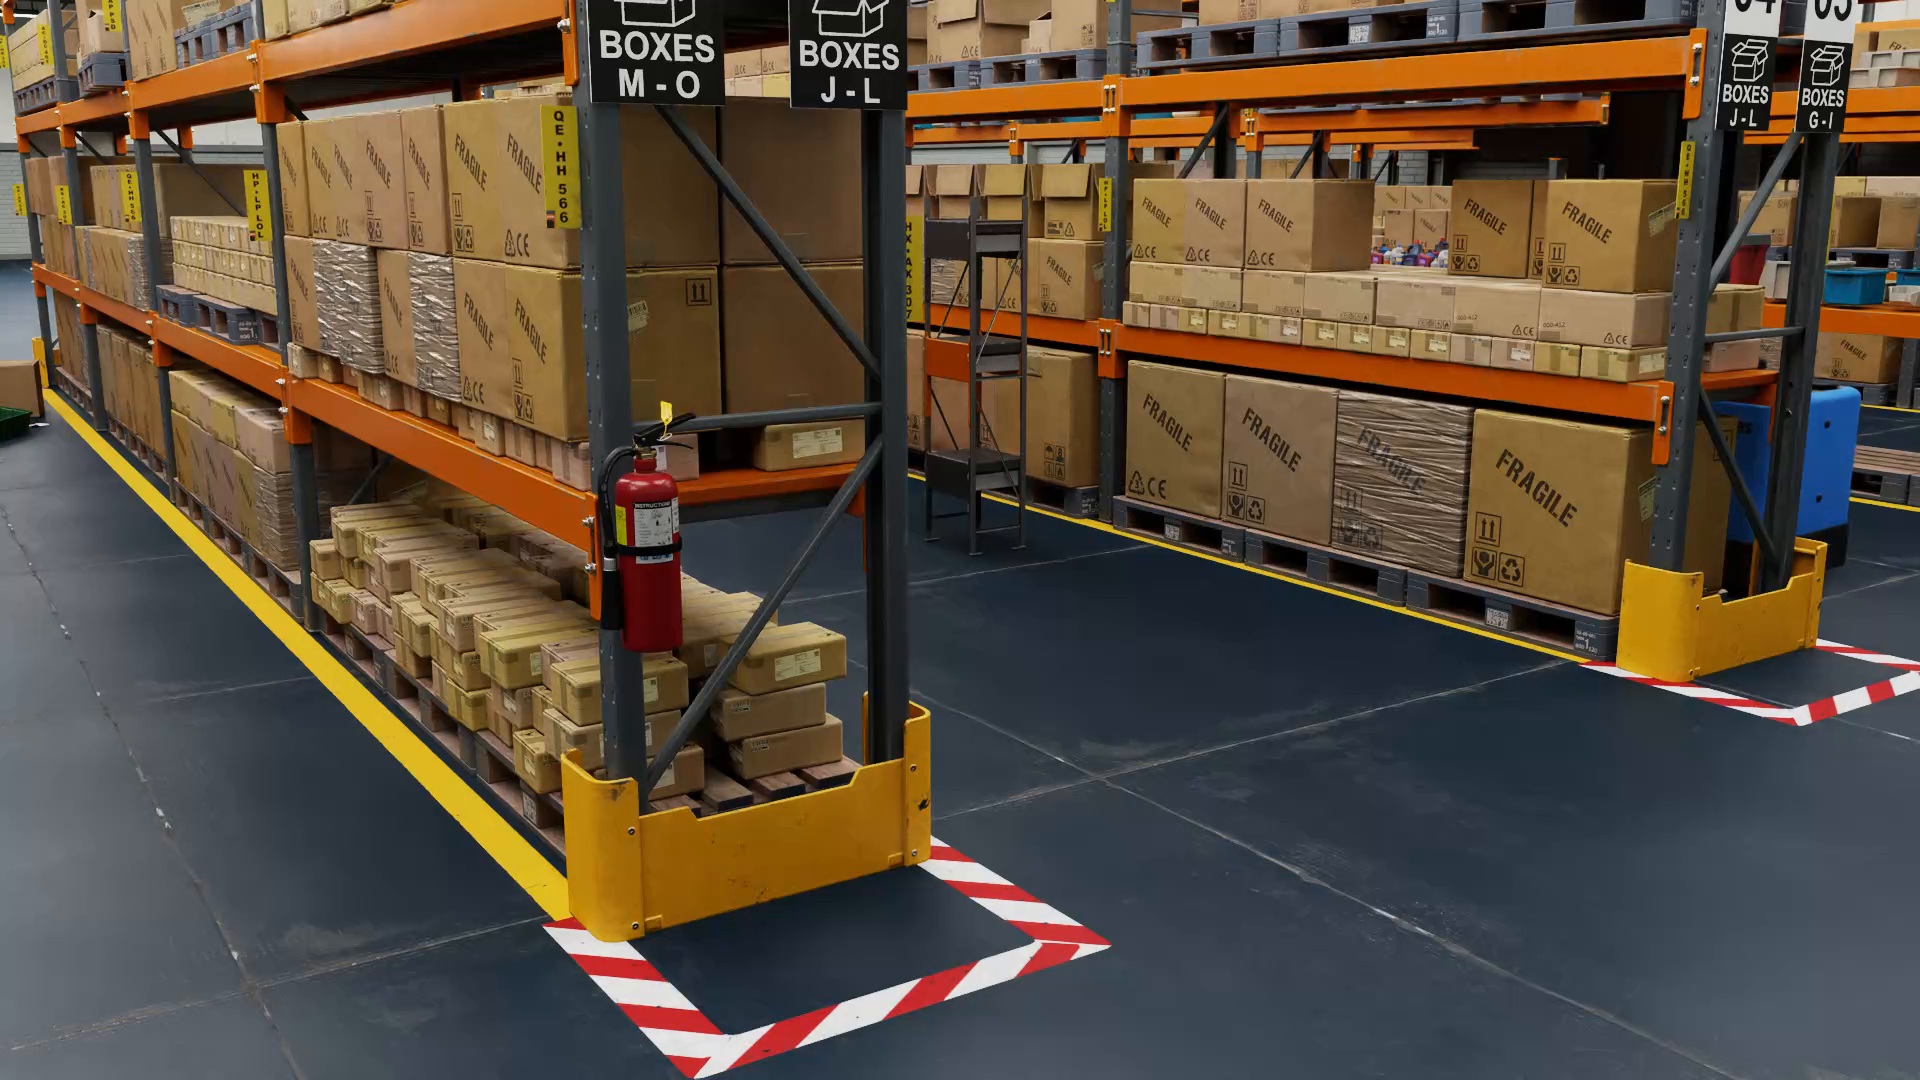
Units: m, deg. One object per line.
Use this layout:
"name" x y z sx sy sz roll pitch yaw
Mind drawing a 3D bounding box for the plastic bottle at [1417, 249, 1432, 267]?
"plastic bottle" 4.142 -2.452 14.828 0.061 0.283 0.133 -8 15 -33

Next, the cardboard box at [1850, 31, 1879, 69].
"cardboard box" 8.999 -4.790 16.773 0.600 0.600 0.600 -8 15 -33

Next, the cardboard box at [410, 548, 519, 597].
"cardboard box" -2.069 0.149 6.959 0.380 0.149 0.250 -9 15 -35

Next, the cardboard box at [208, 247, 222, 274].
"cardboard box" -4.229 -1.667 9.873 0.380 0.149 0.250 -8 15 -33

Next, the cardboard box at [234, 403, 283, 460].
"cardboard box" -3.725 -0.613 9.254 0.500 0.250 0.500 -7 14 -30

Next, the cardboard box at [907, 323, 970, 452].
"cardboard box" -0.006 -1.230 12.954 1.225 0.875 0.875 -8 15 -33

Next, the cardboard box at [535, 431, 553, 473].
"cardboard box" -1.134 -0.306 5.326 0.380 0.149 0.250 -8 15 -33

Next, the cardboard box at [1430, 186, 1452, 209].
"cardboard box" 7.936 -5.439 26.761 0.500 0.500 0.500 -8 14 -31

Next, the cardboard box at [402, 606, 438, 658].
"cardboard box" -2.031 0.351 6.731 0.380 0.149 0.250 -8 15 -32

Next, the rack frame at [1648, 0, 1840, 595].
"rack frame" 3.574 -0.924 7.567 1.000 3.000 0.127 -8 15 -33

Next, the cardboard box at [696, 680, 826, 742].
"cardboard box" -0.688 0.563 5.758 0.380 0.149 0.250 -7 14 -30

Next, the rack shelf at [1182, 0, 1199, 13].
"rack shelf" 2.156 -5.673 17.859 1.077 0.370 4.000 -8 15 -33

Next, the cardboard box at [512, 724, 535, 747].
"cardboard box" -1.378 0.672 5.956 0.380 0.149 0.250 -8 15 -33

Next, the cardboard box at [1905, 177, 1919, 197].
"cardboard box" 12.128 -4.381 20.642 0.500 0.250 0.500 -8 15 -32

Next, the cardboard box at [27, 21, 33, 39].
"cardboard box" -8.427 -4.727 15.441 0.380 0.149 0.250 -8 15 -33

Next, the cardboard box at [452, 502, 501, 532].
"cardboard box" -2.239 -0.096 8.079 0.380 0.149 0.250 -8 15 -32

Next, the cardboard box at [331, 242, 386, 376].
"cardboard box" -2.234 -0.962 6.809 0.500 0.500 0.500 -8 15 -34

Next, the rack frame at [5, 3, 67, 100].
"rack frame" -9.476 -6.132 17.336 1.000 3.000 0.127 -8 15 -33

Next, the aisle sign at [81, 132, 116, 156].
"aisle sign" -9.266 -4.519 17.919 0.394 0.787 0.004 -8 15 -33

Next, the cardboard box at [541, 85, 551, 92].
"cardboard box" -4.462 -5.006 18.629 0.380 0.149 0.250 -8 15 -33

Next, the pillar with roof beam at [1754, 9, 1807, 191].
"pillar with roof beam" 7.928 -6.861 20.671 9.100 9.000 0.400 -8 15 -33

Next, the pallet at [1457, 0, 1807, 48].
"pallet" 3.154 -2.477 7.854 1.003 0.211 1.213 -8 15 -33

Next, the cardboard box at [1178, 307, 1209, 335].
"cardboard box" 1.536 -1.328 9.999 0.380 0.149 0.250 -8 14 -31

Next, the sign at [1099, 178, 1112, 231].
"sign" 0.911 -2.097 10.403 0.100 0.325 0.005 -8 15 -33

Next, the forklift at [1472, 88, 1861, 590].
"forklift" 3.719 -1.420 9.994 1.130 2.935 3.031 -9 15 -37

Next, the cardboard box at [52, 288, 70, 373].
"cardboard box" -9.046 -2.255 17.643 0.875 0.875 0.875 -8 15 -32

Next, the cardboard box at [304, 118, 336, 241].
"cardboard box" -2.481 -1.550 7.156 0.500 0.500 0.500 -9 15 -34

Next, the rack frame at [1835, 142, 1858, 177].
"rack frame" 11.512 -4.106 22.116 1.000 3.000 0.127 -8 15 -33

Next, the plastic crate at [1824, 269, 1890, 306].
"plastic crate" 6.346 -1.793 11.791 0.416 0.233 0.300 -8 15 -33

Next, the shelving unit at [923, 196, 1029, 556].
"shelving unit" 0.092 -0.996 10.003 0.431 2.100 0.503 -8 15 -33

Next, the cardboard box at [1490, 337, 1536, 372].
"cardboard box" 2.818 -0.917 8.122 0.380 0.149 0.250 -8 15 -33

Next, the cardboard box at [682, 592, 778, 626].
"cardboard box" -0.905 0.314 6.204 0.380 0.149 0.250 -8 15 -33

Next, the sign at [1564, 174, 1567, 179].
"sign" 6.930 -4.018 19.005 0.100 0.325 0.005 -8 15 -33

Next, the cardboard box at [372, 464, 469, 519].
"cardboard box" -3.016 -0.213 9.185 0.500 0.500 0.500 -7 14 -31

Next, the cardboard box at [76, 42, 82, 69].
"cardboard box" -7.133 -4.006 13.736 0.258 0.266 0.396 -8 15 -34

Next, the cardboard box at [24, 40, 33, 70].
"cardboard box" -8.583 -4.607 15.823 0.500 0.250 0.500 -8 15 -33

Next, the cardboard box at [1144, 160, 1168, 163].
"cardboard box" 3.235 -5.530 25.359 0.700 0.500 0.500 -8 15 -33

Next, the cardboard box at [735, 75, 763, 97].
"cardboard box" -1.613 -3.881 14.419 0.500 0.250 0.500 -8 15 -33

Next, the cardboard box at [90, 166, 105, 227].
"cardboard box" -6.980 -2.939 14.206 0.700 0.500 0.500 -8 15 -34

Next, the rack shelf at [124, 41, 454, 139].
"rack shelf" -3.936 -2.536 9.601 1.077 0.370 4.000 -8 15 -33

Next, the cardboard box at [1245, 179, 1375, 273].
"cardboard box" 1.968 -1.778 9.371 0.500 0.500 0.500 -9 15 -35

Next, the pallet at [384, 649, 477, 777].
"pallet" -1.746 0.628 6.996 1.003 0.211 1.213 -8 15 -33

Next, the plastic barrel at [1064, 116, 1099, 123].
"plastic barrel" 1.511 -5.290 19.337 0.600 0.901 0.708 -8 15 -33

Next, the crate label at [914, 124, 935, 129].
"crate label" -0.406 -5.377 21.255 0.502 0.251 0.408 -8 15 -33

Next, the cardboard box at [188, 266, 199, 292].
"cardboard box" -4.666 -1.661 10.542 0.380 0.149 0.250 -7 14 -30

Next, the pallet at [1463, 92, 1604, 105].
"pallet" 4.965 -3.723 13.786 1.213 0.211 1.003 -8 15 -33

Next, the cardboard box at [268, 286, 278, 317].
"cardboard box" -3.357 -1.242 8.627 0.380 0.149 0.250 -8 15 -32

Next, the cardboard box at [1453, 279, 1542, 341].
"cardboard box" 2.804 -1.141 8.215 0.500 0.250 0.500 -8 15 -34

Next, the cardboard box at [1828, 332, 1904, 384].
"cardboard box" 9.094 -1.855 16.645 0.500 0.500 0.500 -8 15 -33

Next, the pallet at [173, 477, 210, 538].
"pallet" -4.612 -0.277 11.133 1.003 0.211 1.213 -8 15 -33

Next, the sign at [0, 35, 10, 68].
"sign" -9.942 -5.067 17.259 0.100 0.325 0.005 -8 15 -33

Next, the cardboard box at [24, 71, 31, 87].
"cardboard box" -8.854 -4.474 16.149 0.380 0.149 0.250 -8 15 -33

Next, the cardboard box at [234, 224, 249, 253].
"cardboard box" -3.783 -1.673 9.202 0.380 0.149 0.250 -9 15 -35

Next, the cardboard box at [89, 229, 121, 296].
"cardboard box" -6.638 -2.234 13.322 0.500 0.500 0.500 -8 15 -33

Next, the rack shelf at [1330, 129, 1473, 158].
"rack shelf" 6.282 -4.989 20.815 1.077 0.370 4.000 -8 15 -33

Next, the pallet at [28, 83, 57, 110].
"pallet" -8.377 -4.275 16.075 1.003 0.211 1.213 -8 15 -33

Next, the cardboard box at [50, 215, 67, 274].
"cardboard box" -8.376 -2.914 16.316 0.875 0.550 0.500 -8 15 -33

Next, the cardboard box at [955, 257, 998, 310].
"cardboard box" 0.307 -1.916 11.870 0.500 0.500 0.500 -8 15 -33
